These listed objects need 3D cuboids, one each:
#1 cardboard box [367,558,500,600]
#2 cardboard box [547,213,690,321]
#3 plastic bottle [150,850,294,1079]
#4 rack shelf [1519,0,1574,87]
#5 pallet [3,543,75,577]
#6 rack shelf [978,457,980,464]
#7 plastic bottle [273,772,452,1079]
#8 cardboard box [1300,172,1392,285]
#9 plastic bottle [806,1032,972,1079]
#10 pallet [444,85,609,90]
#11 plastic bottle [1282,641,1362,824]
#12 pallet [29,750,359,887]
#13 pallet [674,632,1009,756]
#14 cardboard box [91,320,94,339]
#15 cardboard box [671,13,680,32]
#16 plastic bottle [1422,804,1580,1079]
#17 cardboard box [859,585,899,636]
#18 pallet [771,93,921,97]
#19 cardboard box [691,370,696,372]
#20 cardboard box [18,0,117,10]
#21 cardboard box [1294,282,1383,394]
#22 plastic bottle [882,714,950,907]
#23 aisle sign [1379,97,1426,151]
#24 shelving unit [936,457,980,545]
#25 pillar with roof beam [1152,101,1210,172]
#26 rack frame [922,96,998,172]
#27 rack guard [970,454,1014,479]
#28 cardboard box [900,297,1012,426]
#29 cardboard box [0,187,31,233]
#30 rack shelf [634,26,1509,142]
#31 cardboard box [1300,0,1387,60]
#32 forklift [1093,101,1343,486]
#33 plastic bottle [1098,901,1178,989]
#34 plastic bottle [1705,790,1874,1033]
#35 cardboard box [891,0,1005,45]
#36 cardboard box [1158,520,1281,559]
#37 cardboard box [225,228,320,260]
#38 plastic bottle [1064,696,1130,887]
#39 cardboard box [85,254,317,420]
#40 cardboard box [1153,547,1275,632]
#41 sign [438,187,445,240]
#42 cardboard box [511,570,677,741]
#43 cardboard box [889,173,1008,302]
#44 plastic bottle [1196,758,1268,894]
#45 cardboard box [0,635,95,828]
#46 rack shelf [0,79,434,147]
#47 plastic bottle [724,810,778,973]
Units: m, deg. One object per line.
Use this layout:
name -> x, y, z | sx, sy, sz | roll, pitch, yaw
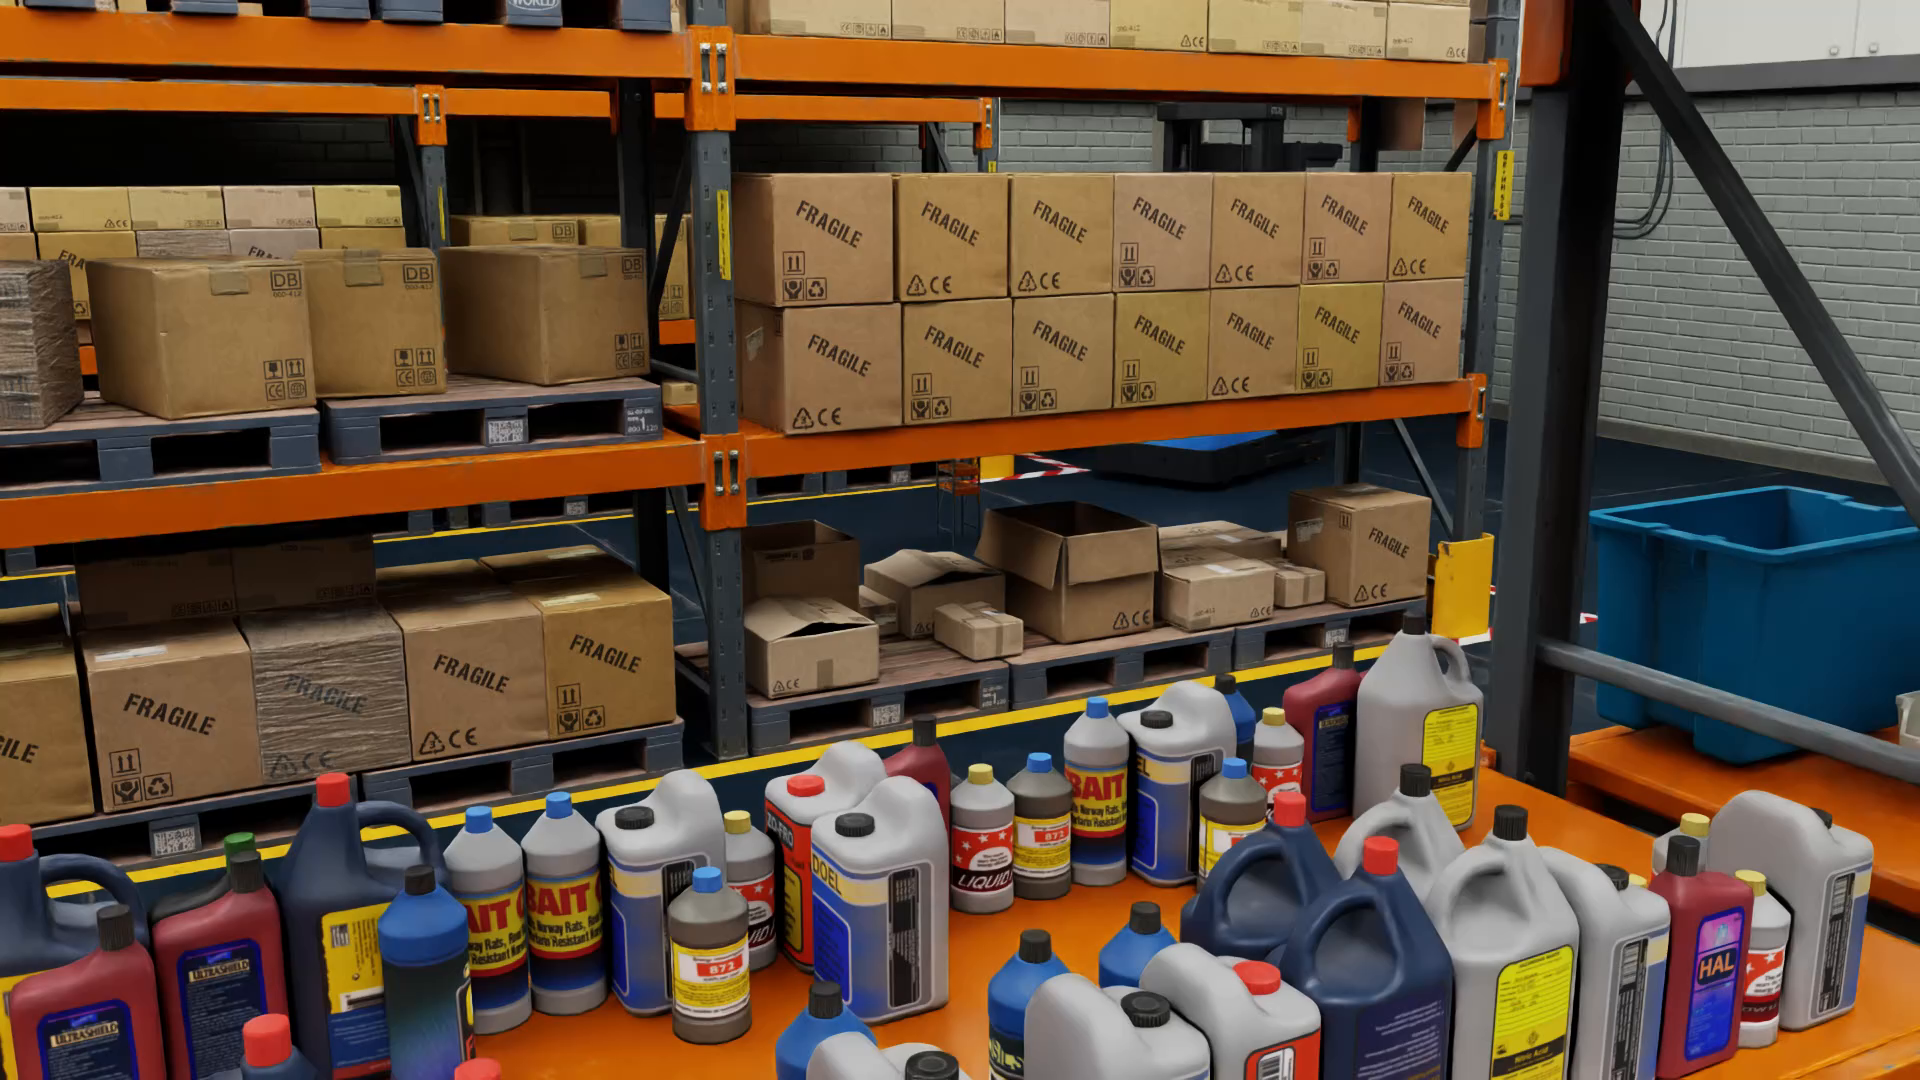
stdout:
cardboard box -> -2.149, 0.393, 6.721 | 0.500, 0.500, 0.500 | -7, 14, -27
cardboard box -> -2.395, -1.904, 11.554 | 0.700, 0.700, 0.980 | -7, 15, -29
plastic bottle -> -0.824, 0.492, 1.856 | 0.133, 0.283, 0.061 | -7, 14, -28
rack shelf -> -0.531, -0.621, 1.342 | 4.000, 0.370, 1.077 | -7, 14, -28
pallet -> -5.235, -0.043, 10.318 | 1.213, 0.211, 1.003 | -7, 14, -28
rack shelf -> -0.013, -0.540, 10.480 | 0.180, 0.103, 0.258 | -7, 14, -28
plastic bottle -> -0.693, 0.439, 1.939 | 0.185, 0.351, 0.144 | -7, 14, -28
cardboard box -> 1.664, -1.478, 7.839 | 0.500, 0.500, 0.500 | -6, 14, -26
plastic bottle -> -0.051, 0.576, 1.502 | 0.135, 0.276, 0.152 | -7, 14, -28
pallet -> -2.799, -3.132, 11.065 | 1.213, 0.211, 1.003 | -7, 14, -28
plastic bottle -> 0.582, 0.309, 2.672 | 0.133, 0.283, 0.061 | -7, 14, -28
pallet -> -2.913, 0.909, 6.090 | 1.213, 0.211, 1.003 | -7, 14, -28
pallet -> -0.542, 0.615, 7.397 | 1.213, 0.211, 1.003 | -7, 14, -28
cardboard box -> -5.058, -1.274, 9.965 | 0.250, 0.149, 0.380 | -6, 14, -26
cardboard box -> -1.888, -3.400, 11.210 | 0.500, 0.250, 0.500 | -7, 15, -29
plastic bottle -> 0.575, 0.465, 1.823 | 0.185, 0.351, 0.144 | -7, 14, -28
cardboard box -> -0.481, 0.337, 7.771 | 0.250, 0.149, 0.380 | -7, 14, -28
pallet -> -0.657, -3.389, 12.205 | 1.213, 0.211, 1.003 | -7, 14, -28
cardboard box -> -1.898, -1.149, 12.143 | 0.250, 0.149, 0.380 | -7, 15, -29
cardboard box -> -5.275, -3.172, 9.810 | 0.500, 0.500, 0.700 | -7, 14, -28
cardboard box -> 1.649, -0.988, 7.942 | 0.500, 0.500, 0.500 | -7, 14, -27
plastic bottle -> -0.081, 0.388, 2.319 | 0.133, 0.283, 0.061 | -7, 14, -28
aisle sign -> 2.285, -2.427, 8.638 | 0.004, 0.787, 0.394 | -7, 14, -28
shelving unit -> -0.013, -0.584, 10.471 | 0.189, 1.200, 0.258 | -7, 14, -28
pillar with roof beam -> 4.007, -4.597, 10.538 | 0.400, 9.000, 9.100 | -7, 14, -28
rack frame -> -0.011, -2.049, 12.881 | 0.127, 3.000, 1.000 | -7, 14, -28
rack guard -> 0.010, -0.832, 13.166 | 0.348, 0.500, 1.175 | -7, 14, -28
cardboard box -> -0.119, -0.778, 7.007 | 0.500, 0.500, 0.500 | -7, 14, -27
cardboard box -> -5.603, -1.885, 9.493 | 0.500, 0.250, 0.500 | -7, 14, -27
rack shelf -> 0.610, -1.997, 7.455 | 4.000, 0.370, 1.077 | -7, 14, -28
cardboard box -> 1.597, -2.329, 7.637 | 0.500, 0.250, 0.500 | -7, 14, -28
forklift -> 2.313, -2.097, 13.251 | 1.130, 2.935, 3.031 | 9, 16, 36
plastic bottle -> 0.194, 0.517, 1.772 | 0.097, 0.271, 0.097 | 0, 13, 0
plastic bottle -> 1.034, 0.446, 2.080 | 0.135, 0.276, 0.152 | -7, 14, -28
cardboard box -> -0.159, -2.119, 6.704 | 0.500, 0.250, 0.500 | -7, 14, -28
cardboard box -> 1.314, 0.087, 8.649 | 0.500, 0.250, 0.500 | -7, 14, -28
cardboard box -> -4.249, -1.679, 10.286 | 0.500, 0.500, 0.500 | -7, 14, -27
plastic bottle -> 0.200, 0.365, 2.450 | 0.097, 0.271, 0.097 | 0, 13, 0
cardboard box -> -2.666, -0.730, 5.835 | 0.500, 0.500, 0.700 | -12, 17, -42
cardboard box -> 1.158, 0.231, 8.011 | 0.500, 0.250, 0.500 | -7, 14, -28
sign -> -3.253, -2.051, 10.432 | 0.005, 0.325, 0.100 | -7, 14, -28
cardboard box -> -1.441, 0.438, 6.521 | 0.500, 0.500, 0.500 | -7, 14, -28
cardboard box -> -0.144, -1.260, 6.871 | 0.500, 0.500, 0.500 | -7, 15, -30
plastic bottle -> 0.391, 0.414, 2.390 | 0.097, 0.201, 0.097 | 0, 13, 0
cardboard box -> -3.220, 0.651, 5.575 | 0.500, 0.500, 0.500 | -7, 14, -29
rack shelf -> -5.277, -2.530, 9.826 | 4.000, 0.370, 1.077 | -7, 14, -28
plastic bottle -> -0.291, 0.458, 2.195 | 0.097, 0.201, 0.097 | 0, 13, 0
